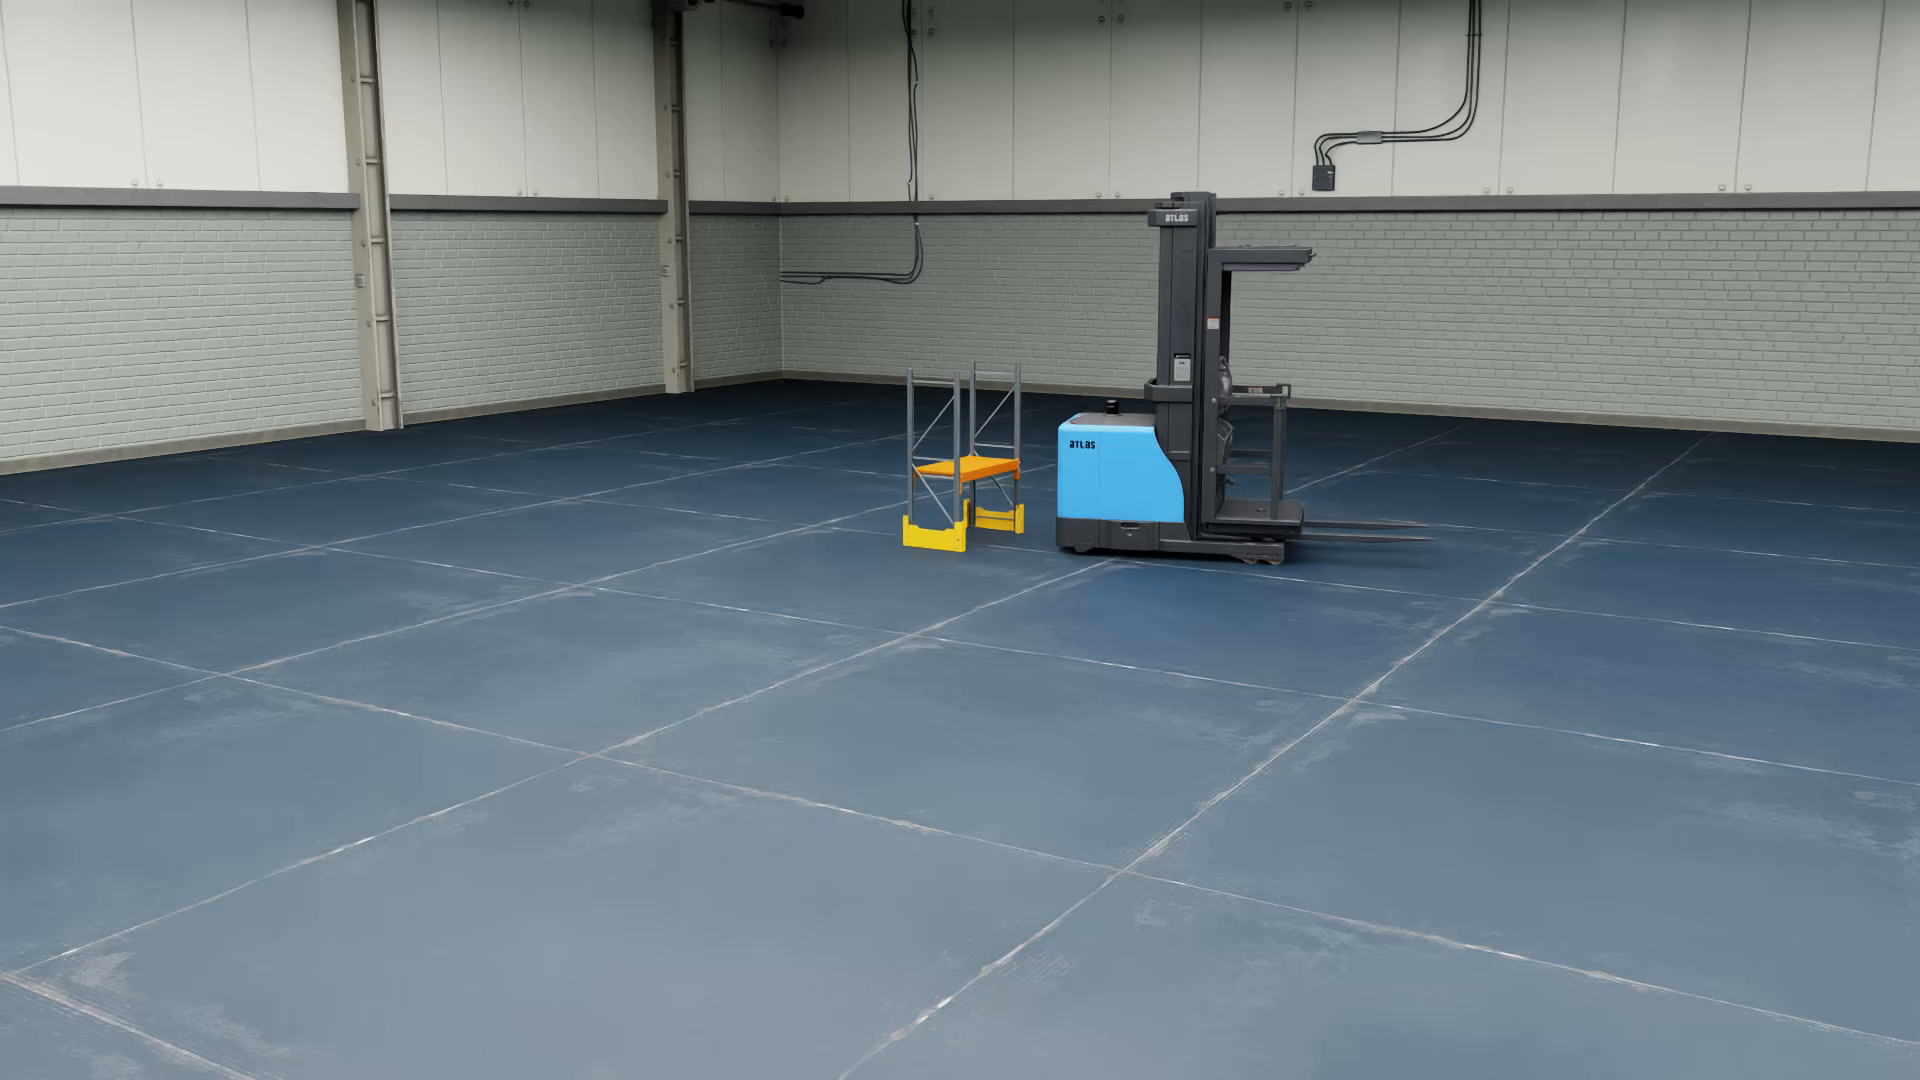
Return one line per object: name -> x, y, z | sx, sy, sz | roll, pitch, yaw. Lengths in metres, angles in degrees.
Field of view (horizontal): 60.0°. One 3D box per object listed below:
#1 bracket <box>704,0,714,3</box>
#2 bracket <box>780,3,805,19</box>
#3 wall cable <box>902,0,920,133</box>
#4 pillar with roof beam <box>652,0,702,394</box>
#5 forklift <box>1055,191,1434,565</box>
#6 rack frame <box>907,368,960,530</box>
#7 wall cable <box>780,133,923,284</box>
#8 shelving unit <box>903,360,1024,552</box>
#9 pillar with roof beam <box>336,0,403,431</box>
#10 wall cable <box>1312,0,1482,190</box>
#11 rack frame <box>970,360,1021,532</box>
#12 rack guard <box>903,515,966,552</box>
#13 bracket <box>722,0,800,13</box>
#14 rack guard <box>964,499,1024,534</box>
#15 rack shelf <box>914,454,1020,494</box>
bracket -> -4.102, -8.660, 26.389 | 0.235, 0.232, 0.430 | 6, 12, 31
bracket -> -2.872, -9.033, 28.380 | 0.235, 0.232, 0.430 | 6, 12, 31
wall cable -> 0.350, -7.894, 26.794 | 3.097, 2.526, 0.112 | 6, 12, 31
pillar with roof beam -> -0.942, -6.448, 24.356 | 9.100, 9.000, 0.548 | 6, 12, 31
forklift -> 2.364, -1.350, 13.617 | 3.031, 2.935, 1.130 | 2, 11, 13
rack frame -> -0.220, -0.671, 13.875 | 0.500, 1.500, 0.032 | 6, 12, 31
wall cable -> -1.962, -5.670, 28.639 | 3.097, 2.526, 0.112 | 6, 12, 31
shelving unit -> 0.040, -0.749, 14.295 | 0.587, 1.500, 1.083 | 6, 12, 31
pillar with roof beam -> -4.057, -5.504, 19.316 | 9.100, 9.000, 0.400 | 6, 12, 31
wall cable -> 6.144, -7.958, 23.182 | 2.305, 6.003, 0.169 | 6, 12, 31
rack frame -> 0.308, -0.831, 14.729 | 0.500, 1.500, 0.032 | 6, 12, 31
rack guard -> -0.219, -0.057, 13.991 | 0.587, 0.250, 0.087 | 6, 12, 31
bracket -> -3.179, -8.940, 27.884 | 0.076, 0.066, 3.189 | 6, 12, 31
rack guard -> 0.298, -0.213, 14.828 | 0.587, 0.250, 0.087 | 6, 12, 31
rack shelf -> 0.044, -0.574, 14.335 | 0.538, 0.185, 1.000 | 6, 12, 31
